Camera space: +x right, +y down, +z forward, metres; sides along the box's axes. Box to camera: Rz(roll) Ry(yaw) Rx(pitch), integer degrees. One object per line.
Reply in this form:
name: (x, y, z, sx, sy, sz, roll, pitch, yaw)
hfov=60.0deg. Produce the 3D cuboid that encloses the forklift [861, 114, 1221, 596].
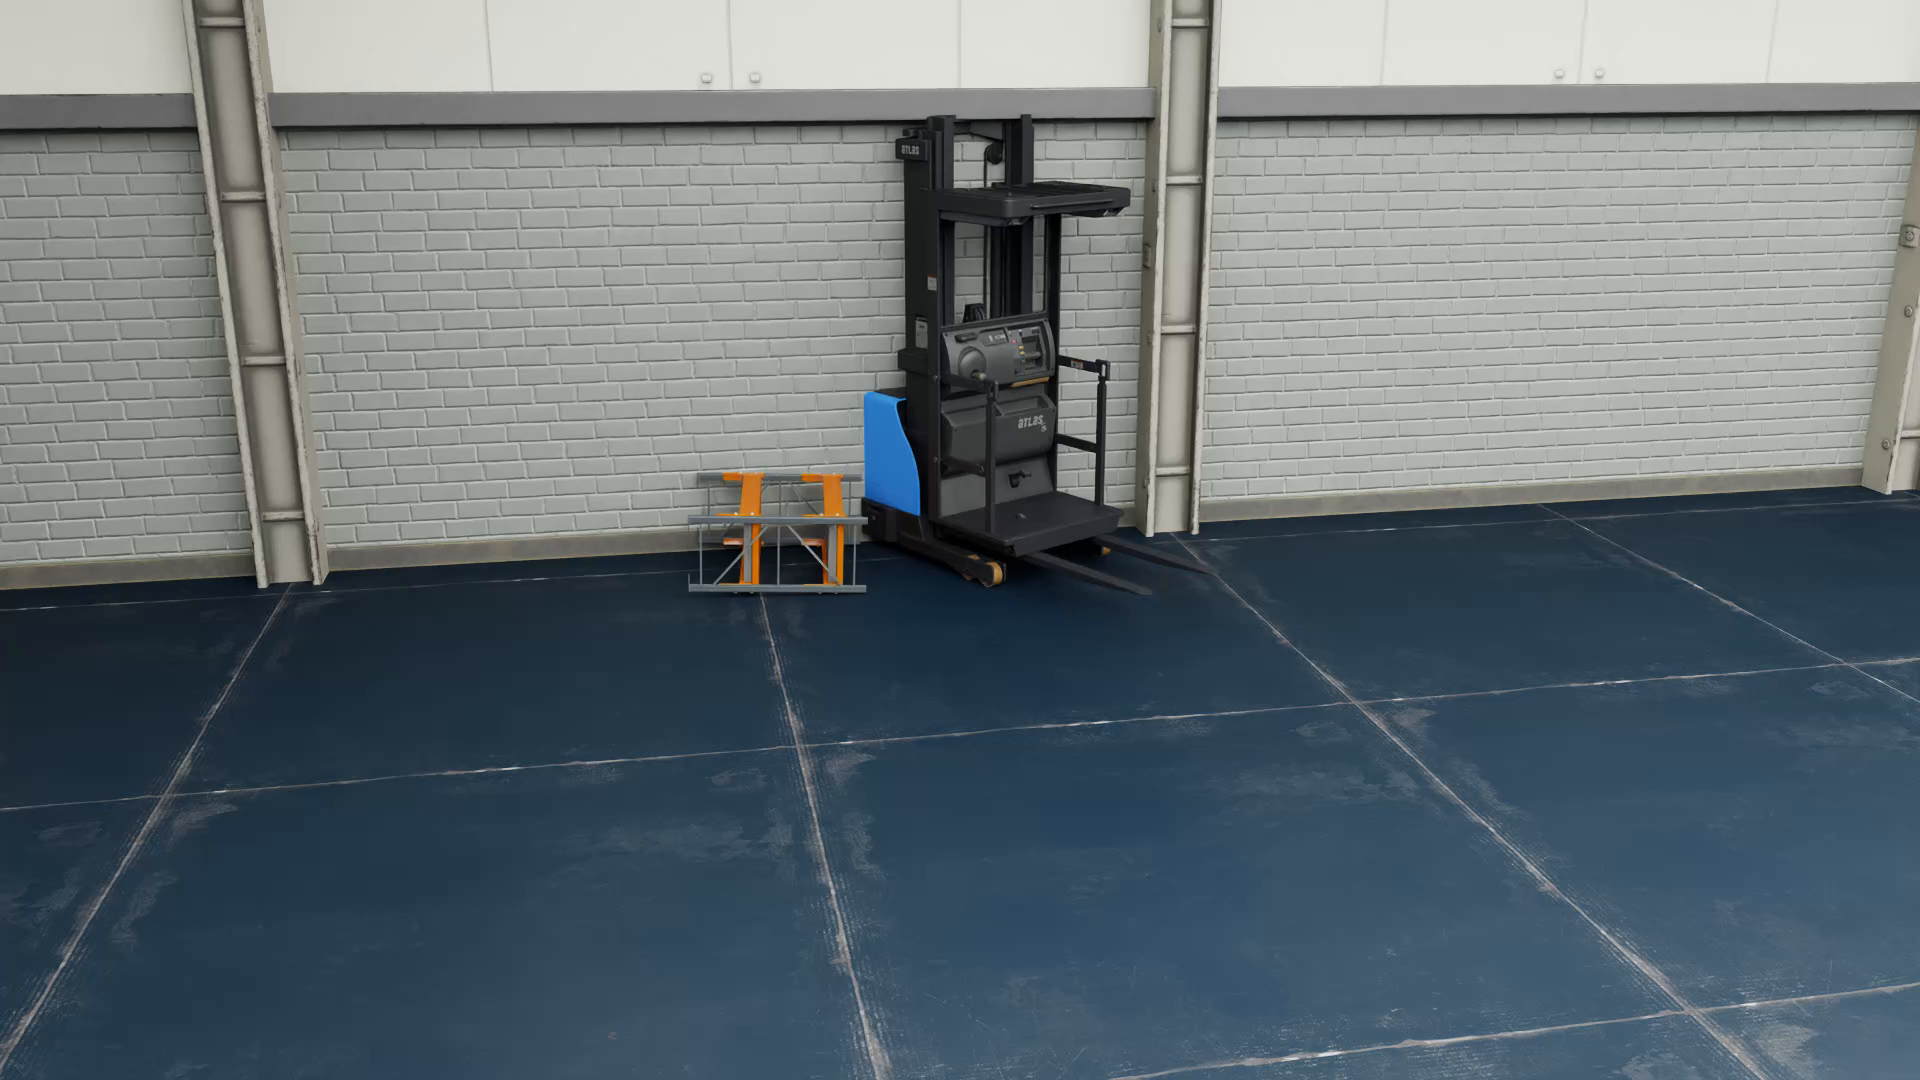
forklift: (0.401, -1.261, 10.926, 1.130, 2.935, 3.031, -14, 22, -38)

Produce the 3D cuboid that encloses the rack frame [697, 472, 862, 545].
rack frame: (-1.249, -0.215, 11.503, 1.125, 0.500, 0.032, 1, 17, -6)

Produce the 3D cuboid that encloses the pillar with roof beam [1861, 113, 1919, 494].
pillar with roof beam: (8.203, -3.473, 7.794, 0.400, 9.000, 9.100, -3, 17, -10)

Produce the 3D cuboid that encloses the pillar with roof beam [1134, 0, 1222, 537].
pillar with roof beam: (2.312, -3.139, 6.706, 0.400, 9.000, 9.100, -3, 17, -10)

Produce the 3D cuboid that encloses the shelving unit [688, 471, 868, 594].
shelving unit: (-1.201, -0.062, 11.020, 1.125, 0.538, 1.048, 1, 17, -6)

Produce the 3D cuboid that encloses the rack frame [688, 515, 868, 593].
rack frame: (-1.153, 0.091, 10.538, 1.125, 0.500, 0.032, 1, 17, -6)

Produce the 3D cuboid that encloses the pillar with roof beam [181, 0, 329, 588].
pillar with roof beam: (-3.579, -2.805, 5.618, 0.400, 9.000, 9.100, -3, 17, -10)

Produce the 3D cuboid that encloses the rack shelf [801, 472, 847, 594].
rack shelf: (-0.910, -0.059, 11.050, 0.278, 0.538, 1.000, 1, 17, -6)

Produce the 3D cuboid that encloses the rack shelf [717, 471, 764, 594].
rack shelf: (-1.444, -0.064, 10.995, 0.278, 0.538, 1.000, 1, 17, -6)
